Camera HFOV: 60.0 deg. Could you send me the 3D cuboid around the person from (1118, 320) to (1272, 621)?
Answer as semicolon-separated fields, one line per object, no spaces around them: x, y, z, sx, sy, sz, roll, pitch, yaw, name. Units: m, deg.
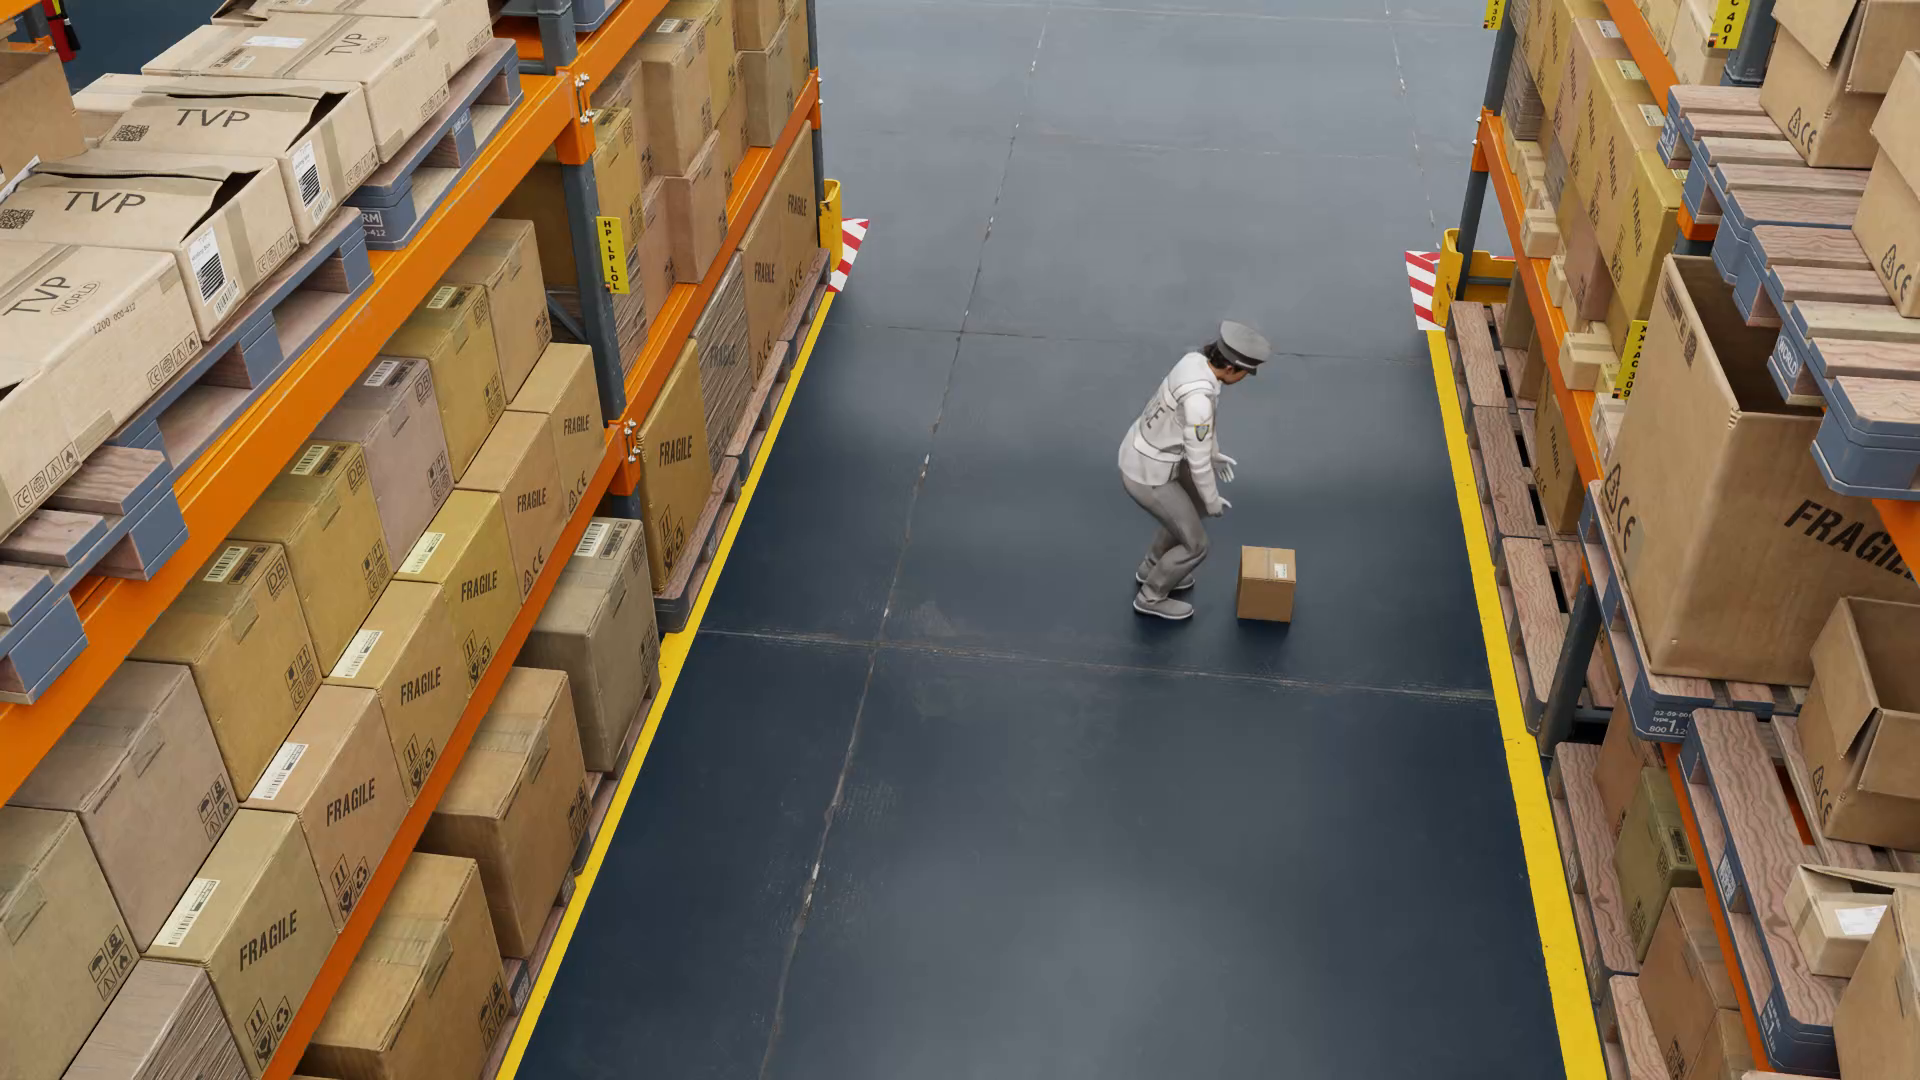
1.043;-0.331;7.653;0.634;1.479;0.531;5;37;6;person
